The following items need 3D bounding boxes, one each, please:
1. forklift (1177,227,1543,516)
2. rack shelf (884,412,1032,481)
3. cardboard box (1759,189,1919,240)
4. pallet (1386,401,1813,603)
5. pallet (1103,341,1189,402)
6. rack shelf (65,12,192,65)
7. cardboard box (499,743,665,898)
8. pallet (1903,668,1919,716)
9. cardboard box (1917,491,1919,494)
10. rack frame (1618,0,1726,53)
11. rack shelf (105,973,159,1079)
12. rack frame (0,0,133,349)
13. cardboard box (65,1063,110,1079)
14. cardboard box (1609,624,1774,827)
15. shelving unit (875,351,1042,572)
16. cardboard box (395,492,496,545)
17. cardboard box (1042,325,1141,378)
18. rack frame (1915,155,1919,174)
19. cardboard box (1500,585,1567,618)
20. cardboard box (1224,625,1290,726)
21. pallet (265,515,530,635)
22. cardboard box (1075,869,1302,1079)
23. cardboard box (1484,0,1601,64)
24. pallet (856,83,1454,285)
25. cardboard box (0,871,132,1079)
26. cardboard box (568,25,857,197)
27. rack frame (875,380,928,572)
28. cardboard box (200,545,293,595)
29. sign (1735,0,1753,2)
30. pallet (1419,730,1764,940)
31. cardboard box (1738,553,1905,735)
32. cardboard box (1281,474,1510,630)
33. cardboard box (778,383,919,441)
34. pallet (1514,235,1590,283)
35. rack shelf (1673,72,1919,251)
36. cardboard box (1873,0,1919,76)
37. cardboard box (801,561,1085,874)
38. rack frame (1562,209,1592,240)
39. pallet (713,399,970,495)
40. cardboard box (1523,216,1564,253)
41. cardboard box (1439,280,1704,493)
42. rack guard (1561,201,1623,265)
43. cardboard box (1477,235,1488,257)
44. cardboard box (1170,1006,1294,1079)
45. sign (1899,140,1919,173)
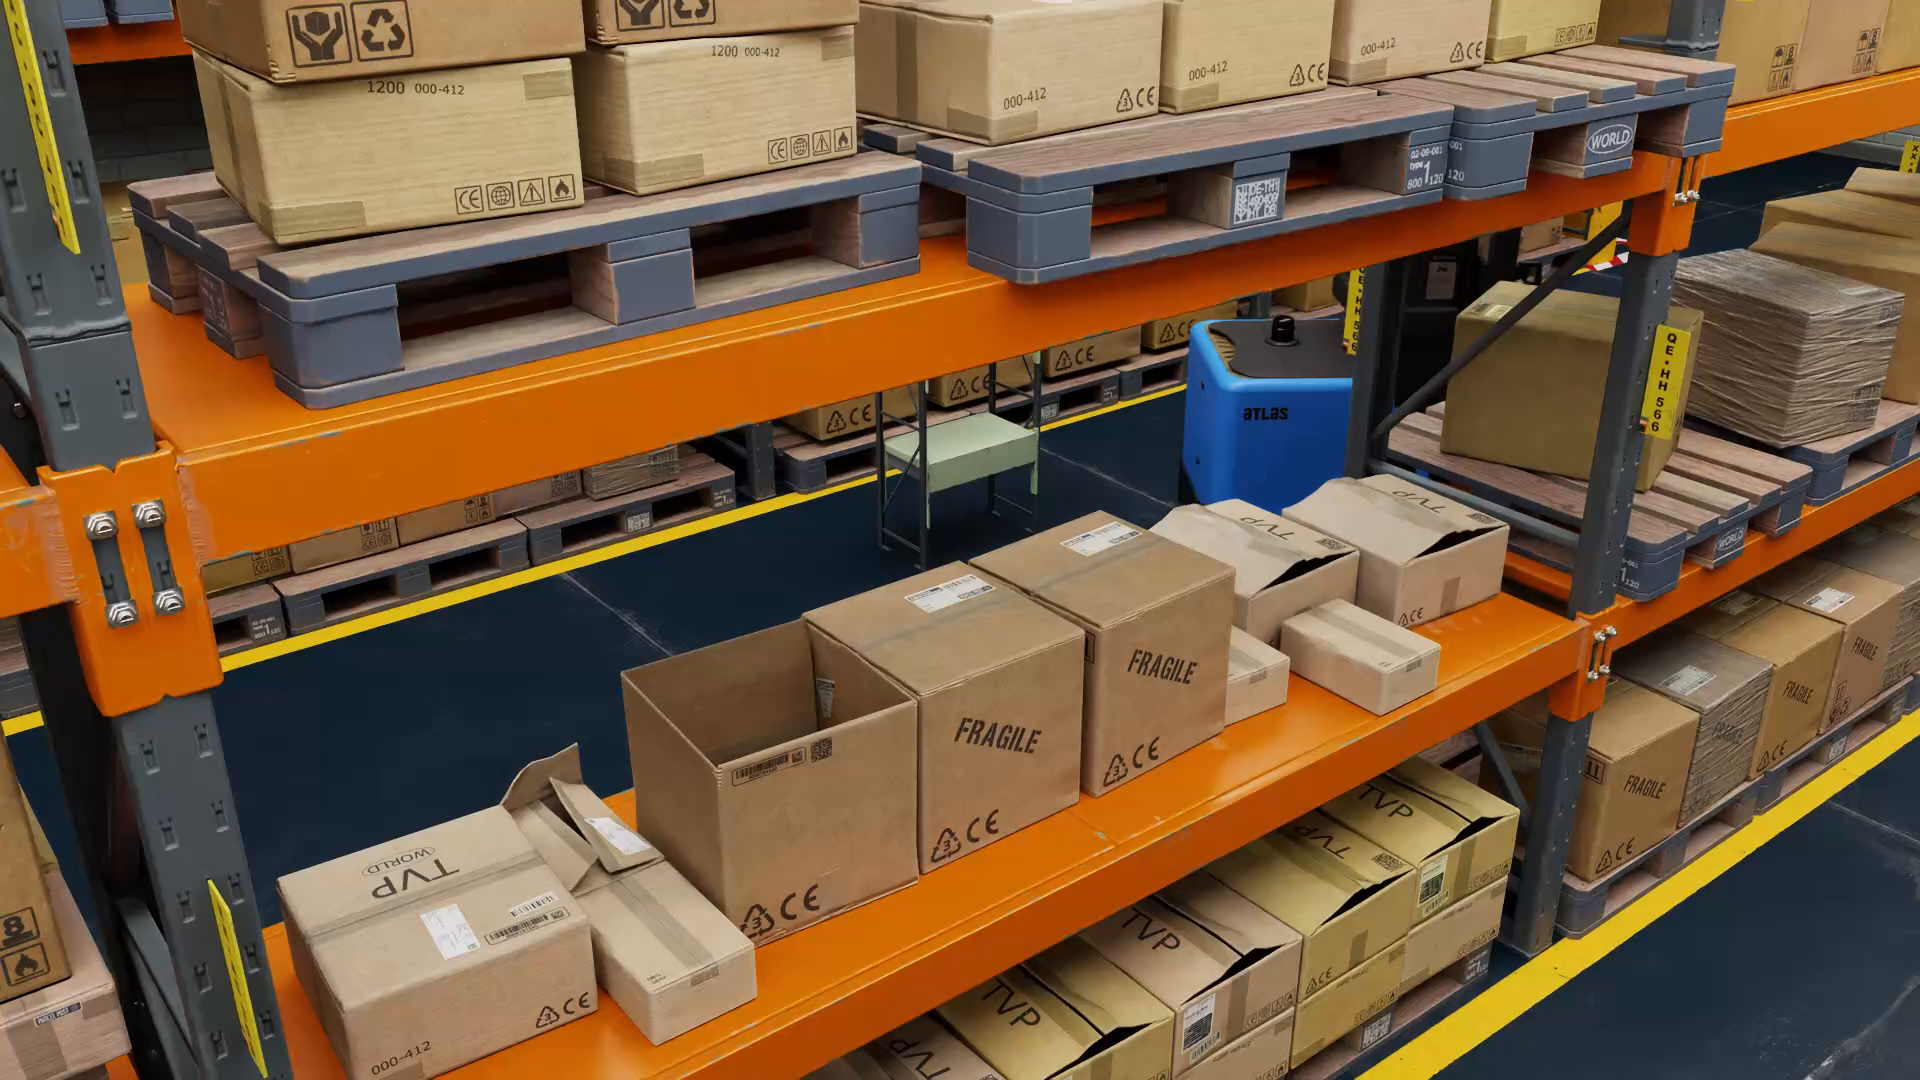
[{"bbox_3d":[2.711,-1.296,8.136,3.031,2.867,1.129,-1,25,-2],"label":"forklift"},{"bbox_3d":[-0.005,-0.472,8.527,0.686,0.124,0.368,-18,31,-34],"label":"rack shelf"},{"bbox_3d":[3.815,-1.135,7.015,0.500,0.500,0.700,-13,28,-26],"label":"cardboard box"},{"bbox_3d":[2.170,-0.221,5.891,1.003,0.211,1.213,-18,31,-34],"label":"pallet"},{"bbox_3d":[1.207,-1.298,11.295,1.213,0.211,1.003,-18,31,-34],"label":"pallet"},{"bbox_3d":[-2.953,-2.264,7.355,4.000,0.370,1.077,-18,31,-34],"label":"rack shelf"},{"bbox_3d":[-0.889,0.702,3.834,0.258,0.266,0.396,-19,31,-35],"label":"cardboard box"},{"bbox_3d":[4.211,0.341,7.765,1.213,0.211,1.003,-18,31,-34],"label":"pallet"},{"bbox_3d":[4.616,0.010,7.613,0.500,0.500,0.500,-18,31,-34],"label":"cardboard box"},{"bbox_3d":[1.680,-2.830,4.158,0.127,3.000,1.000,-18,31,-34],"label":"rack frame"},{"bbox_3d":[-3.041,1.776,2.214,4.000,0.370,1.077,-18,31,-34],"label":"rack shelf"},{"bbox_3d":[-1.468,-1.791,1.919,0.127,3.000,1.000,-18,31,-34],"label":"rack frame"},{"bbox_3d":[-1.813,1.002,2.908,0.500,0.500,0.700,-19,31,-35],"label":"cardboard box"},{"bbox_3d":[2.623,0.664,6.203,0.500,0.500,0.500,-20,31,-36],"label":"cardboard box"},{"bbox_3d":[-0.005,-0.679,8.431,0.755,1.500,0.431,-18,31,-34],"label":"shelving unit"},{"bbox_3d":[-2.765,-0.376,8.445,0.500,0.500,0.700,-18,31,-34],"label":"cardboard box"},{"bbox_3d":[0.639,-1.559,10.602,0.750,0.750,0.750,-17,30,-33],"label":"cardboard box"},{"bbox_3d":[4.828,-1.148,7.660,0.127,3.000,1.000,-18,31,-34],"label":"rack frame"},{"bbox_3d":[2.313,0.149,6.422,0.500,0.250,0.500,-17,30,-32],"label":"cardboard box"},{"bbox_3d":[0.711,0.355,4.720,0.250,0.149,0.380,-16,29,-30],"label":"cardboard box"},{"bbox_3d":[-2.955,0.034,8.426,1.213,0.211,1.003,-18,31,-34],"label":"pallet"},{"bbox_3d":[0.616,1.179,4.748,0.500,0.311,0.500,-18,31,-34],"label":"cardboard box"},{"bbox_3d":[1.358,-1.455,4.439,0.500,0.250,0.500,-21,32,-38],"label":"cardboard box"},{"bbox_3d":[0.323,-0.886,3.758,1.213,0.211,1.003,-17,30,-32],"label":"pallet"},{"bbox_3d":[-1.549,0.732,2.719,0.250,0.149,0.380,-18,31,-34],"label":"cardboard box"},{"bbox_3d":[-0.546,-0.853,3.141,0.500,0.250,0.500,-22,33,-39],"label":"cardboard box"},{"bbox_3d":[-0.293,-0.583,8.226,0.023,1.500,0.400,-18,31,-34],"label":"rack frame"},{"bbox_3d":[-3.583,-0.123,7.899,0.500,0.500,0.700,-19,31,-35],"label":"cardboard box"},{"bbox_3d":[2.016,-1.554,4.263,0.005,0.325,0.100,-18,31,-34],"label":"sign"},{"bbox_3d":[2.291,0.975,6.399,1.213,0.211,1.003,-18,31,-34],"label":"pallet"},{"bbox_3d":[3.428,0.398,6.775,0.500,0.500,0.500,-19,31,-36],"label":"cardboard box"},{"bbox_3d":[1.367,0.012,5.267,0.500,0.311,0.500,-16,29,-31],"label":"cardboard box"},{"bbox_3d":[-0.720,-1.112,9.637,0.750,0.750,0.750,-19,31,-35],"label":"cardboard box"},{"bbox_3d":[4.335,-2.328,13.516,1.213,0.211,1.003,-18,31,-34],"label":"pallet"},{"bbox_3d":[3.254,-1.663,6.061,4.000,0.370,1.077,-18,31,-34],"label":"rack shelf"},{"bbox_3d":[2.813,-1.907,5.613,0.500,0.500,0.910,-18,31,-34],"label":"cardboard box"},{"bbox_3d":[-0.044,0.424,4.155,0.500,0.500,0.500,-18,30,-34],"label":"cardboard box"},{"bbox_3d":[4.916,-3.827,13.433,0.127,3.000,1.000,-18,31,-34],"label":"rack frame"},{"bbox_3d":[-0.713,-0.664,9.929,1.213,0.211,1.003,-18,31,-34],"label":"pallet"},{"bbox_3d":[4.427,-2.669,13.407,0.500,0.500,0.700,-18,31,-34],"label":"cardboard box"},{"bbox_3d":[2.106,-0.545,5.745,0.700,0.500,0.500,15,29,29],"label":"cardboard box"},{"bbox_3d":[4.935,-2.699,13.972,0.348,0.500,1.175,-18,31,-34],"label":"rack guard"},{"bbox_3d":[3.638,-2.408,12.845,0.500,0.500,0.700,-19,31,-36],"label":"cardboard box"},{"bbox_3d":[0.616,1.430,4.873,0.500,0.250,0.500,-17,30,-33],"label":"cardboard box"},{"bbox_3d":[4.487,-1.718,7.861,0.005,0.325,0.100,-18,31,-34],"label":"sign"}]
